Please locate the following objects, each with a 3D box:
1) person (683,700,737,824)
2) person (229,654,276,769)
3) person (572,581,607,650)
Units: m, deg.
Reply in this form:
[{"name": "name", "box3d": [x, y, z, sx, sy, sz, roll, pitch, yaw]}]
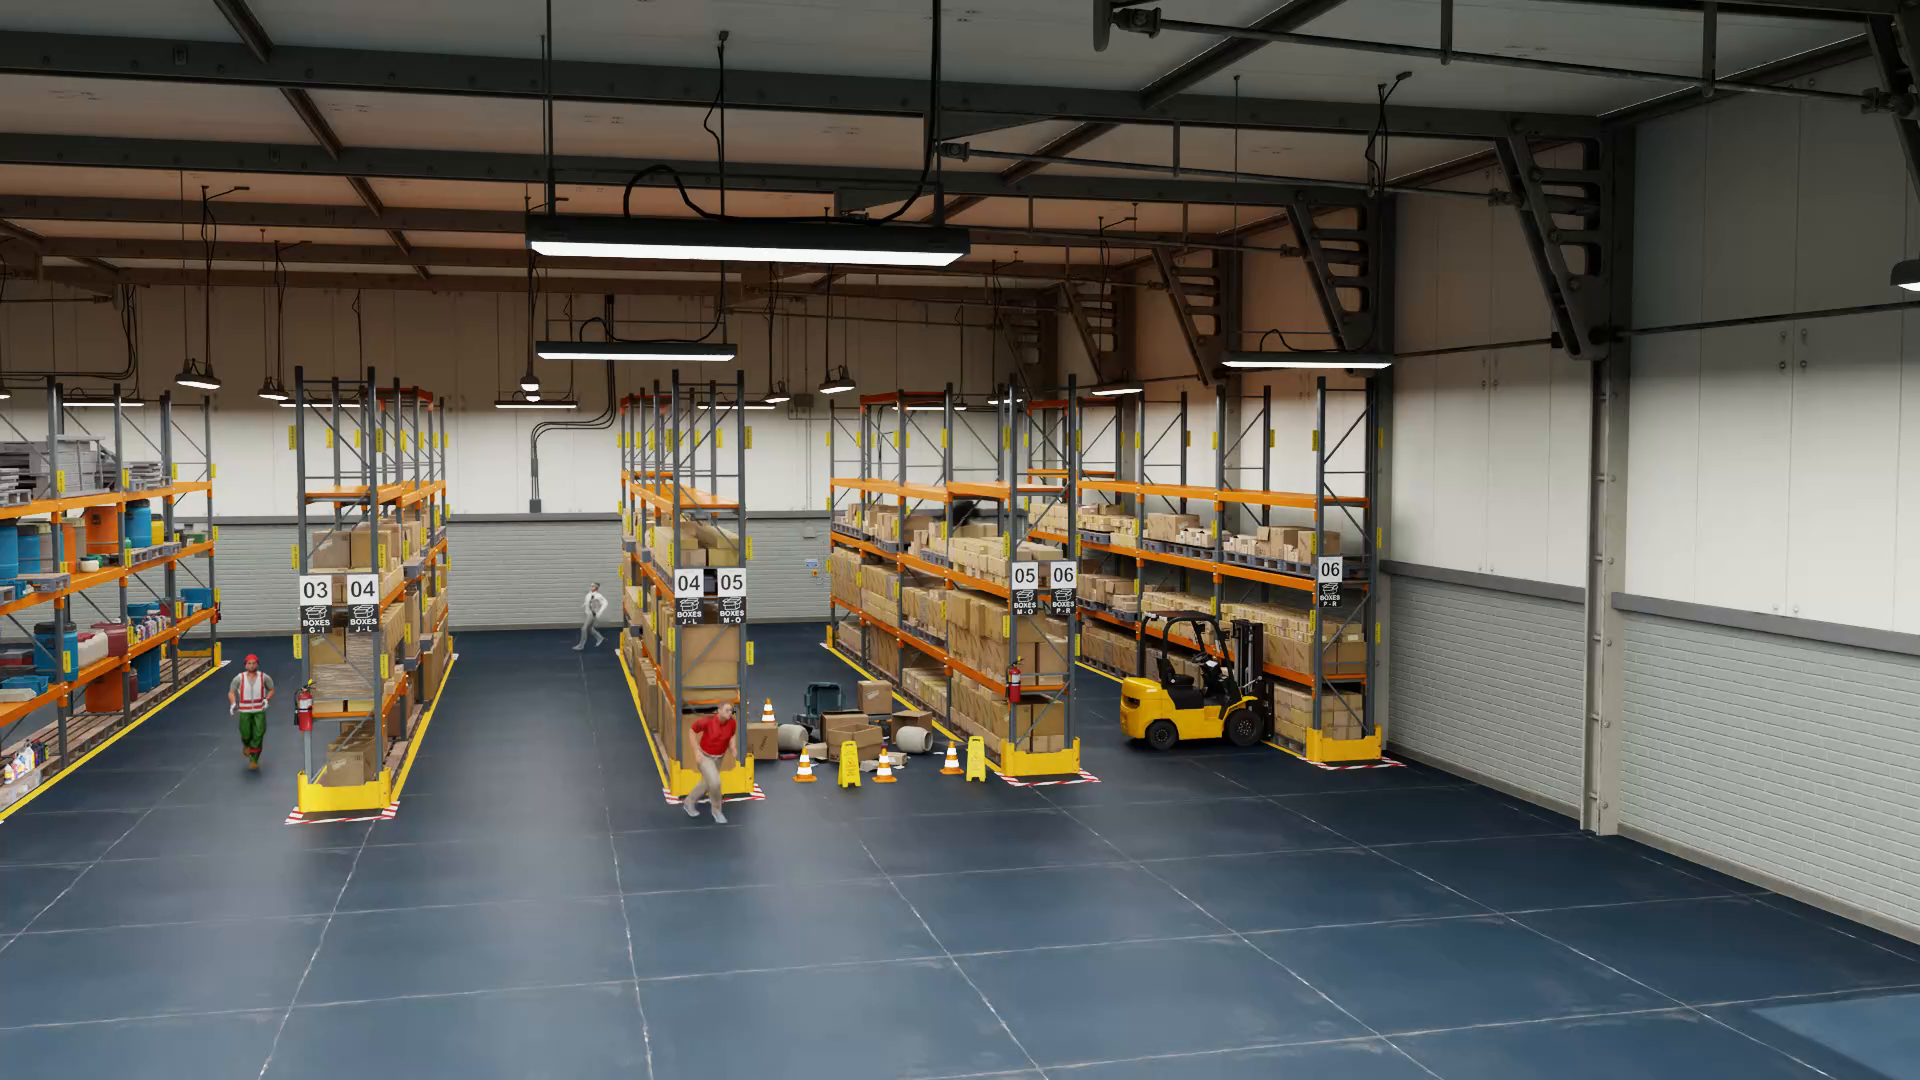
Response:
[{"name": "person", "box3d": [-3.323, 2.912, 21.954, 0.928, 1.665, 0.652, 3, 5, 42]}, {"name": "person", "box3d": [-10.829, 2.620, 25.466, 0.657, 1.743, 0.605, -2, 4, -25]}, {"name": "person", "box3d": [-8.800, 1.792, 39.711, 0.854, 1.651, 0.668, -3, 4, -38]}]
